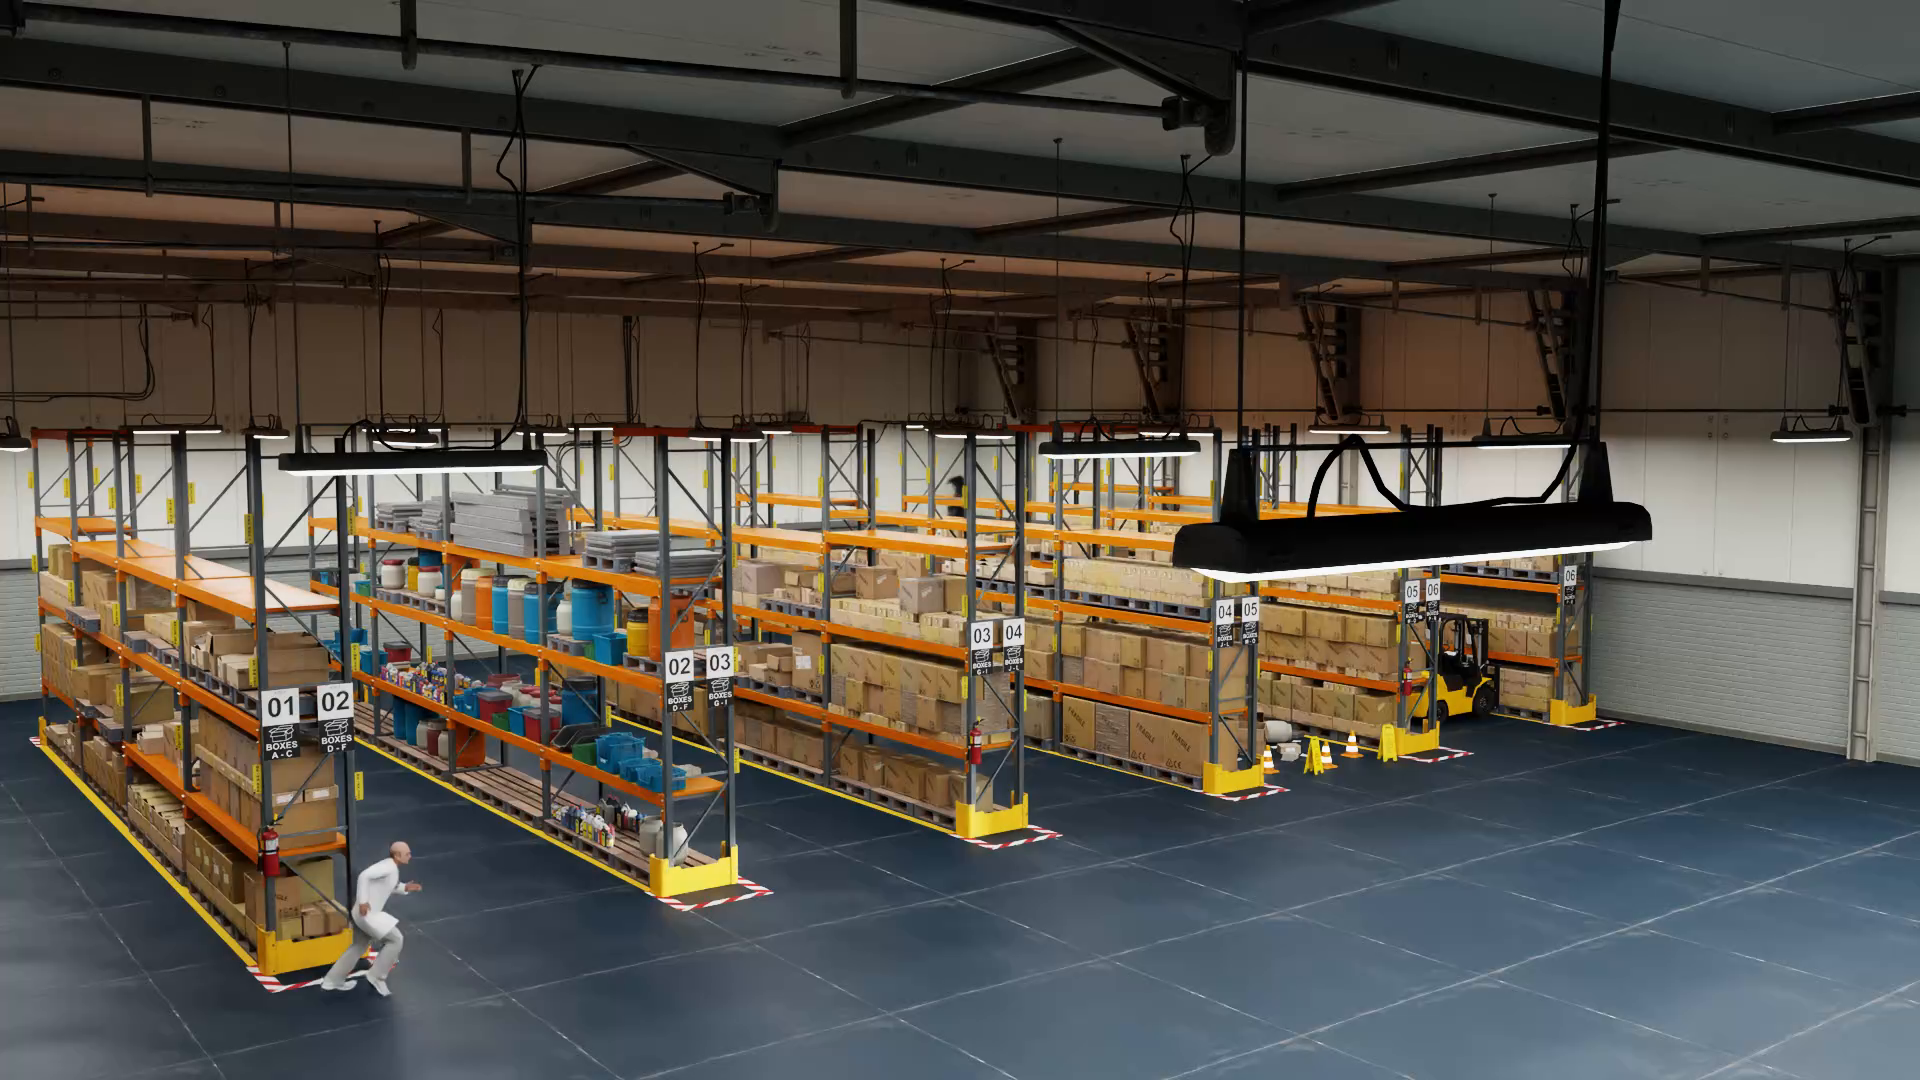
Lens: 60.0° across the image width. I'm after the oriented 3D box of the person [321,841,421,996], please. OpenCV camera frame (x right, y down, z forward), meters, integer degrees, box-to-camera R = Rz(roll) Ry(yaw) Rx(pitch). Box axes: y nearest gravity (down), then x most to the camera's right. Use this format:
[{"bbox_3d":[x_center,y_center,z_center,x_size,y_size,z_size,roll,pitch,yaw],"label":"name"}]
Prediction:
[{"bbox_3d":[-6.357,4.117,17.929,1.053,1.699,0.755,-1,5,-13],"label":"person"}]
